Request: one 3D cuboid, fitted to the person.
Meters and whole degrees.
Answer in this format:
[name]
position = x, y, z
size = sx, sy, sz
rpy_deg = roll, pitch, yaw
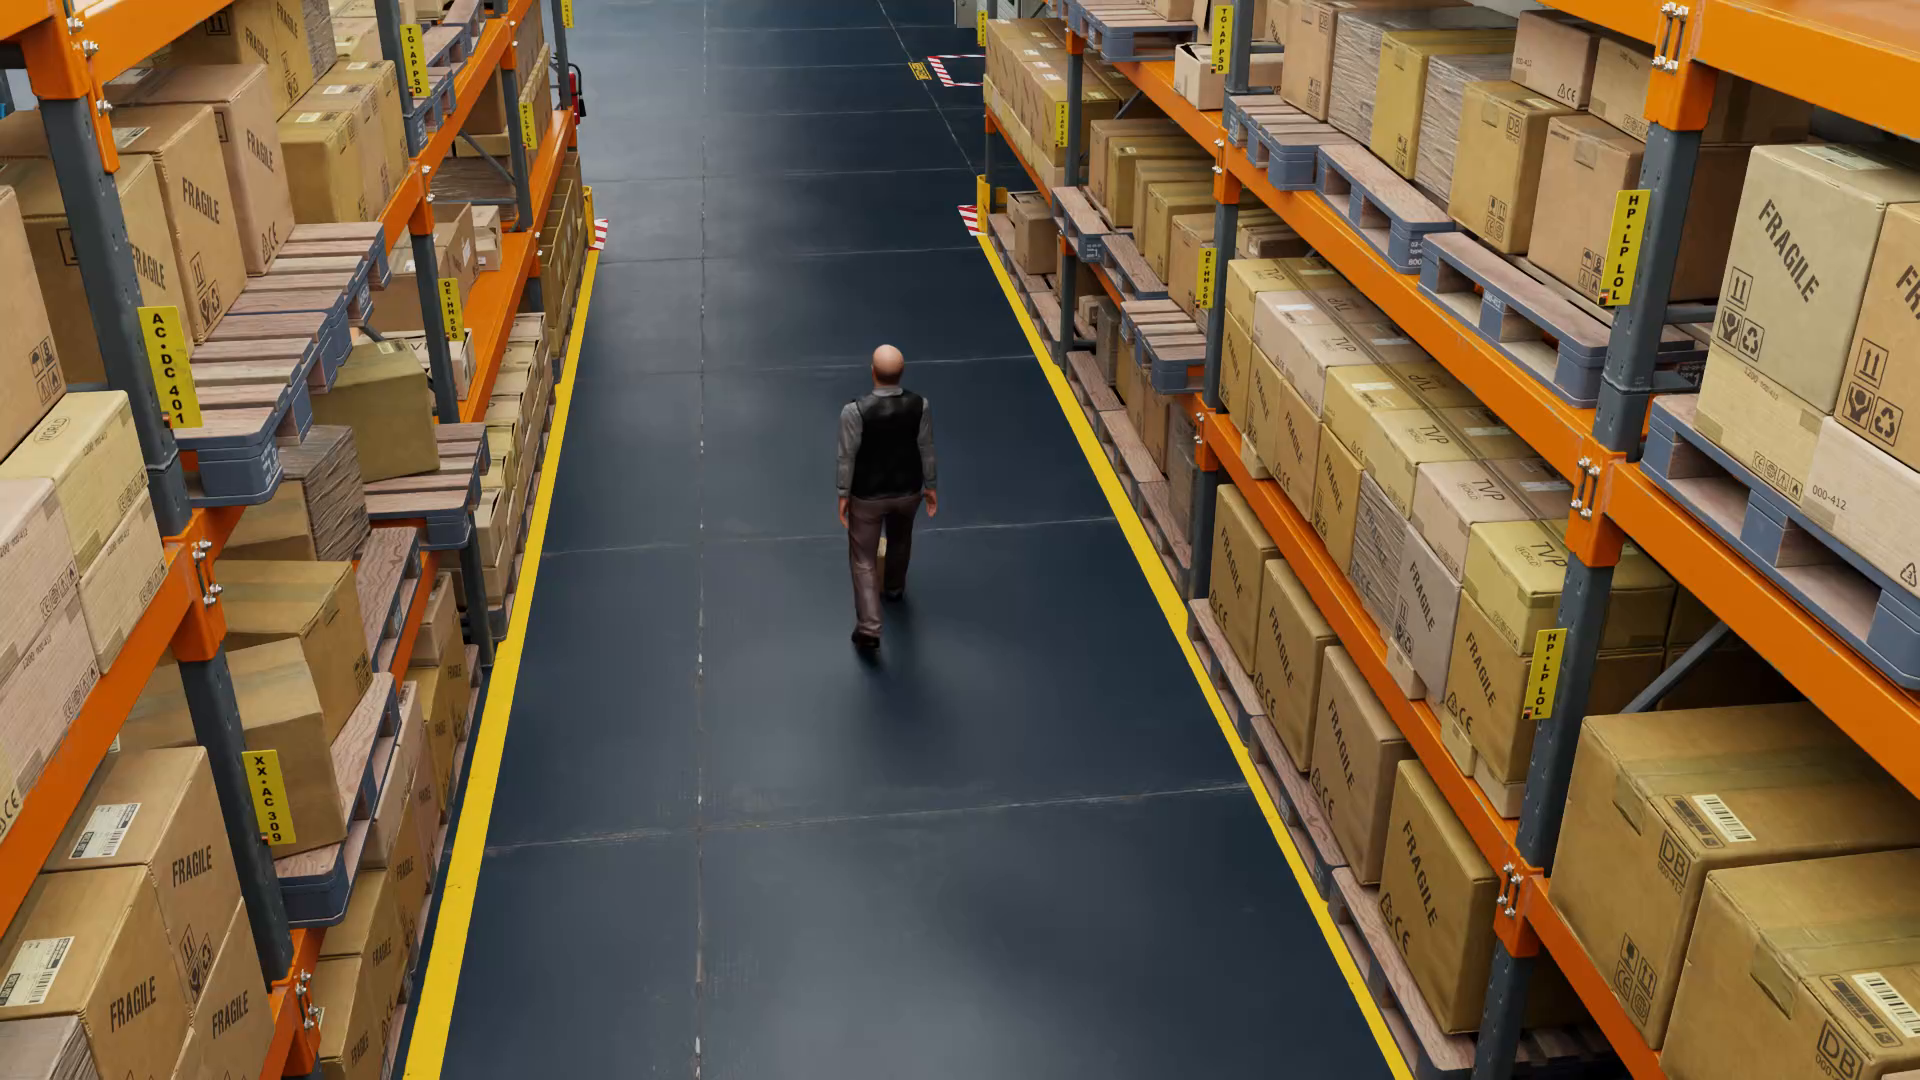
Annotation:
[person]
position = -0.431, -0.287, 9.245
size = 0.585, 1.694, 0.952
rpy_deg = -9, 28, -17
